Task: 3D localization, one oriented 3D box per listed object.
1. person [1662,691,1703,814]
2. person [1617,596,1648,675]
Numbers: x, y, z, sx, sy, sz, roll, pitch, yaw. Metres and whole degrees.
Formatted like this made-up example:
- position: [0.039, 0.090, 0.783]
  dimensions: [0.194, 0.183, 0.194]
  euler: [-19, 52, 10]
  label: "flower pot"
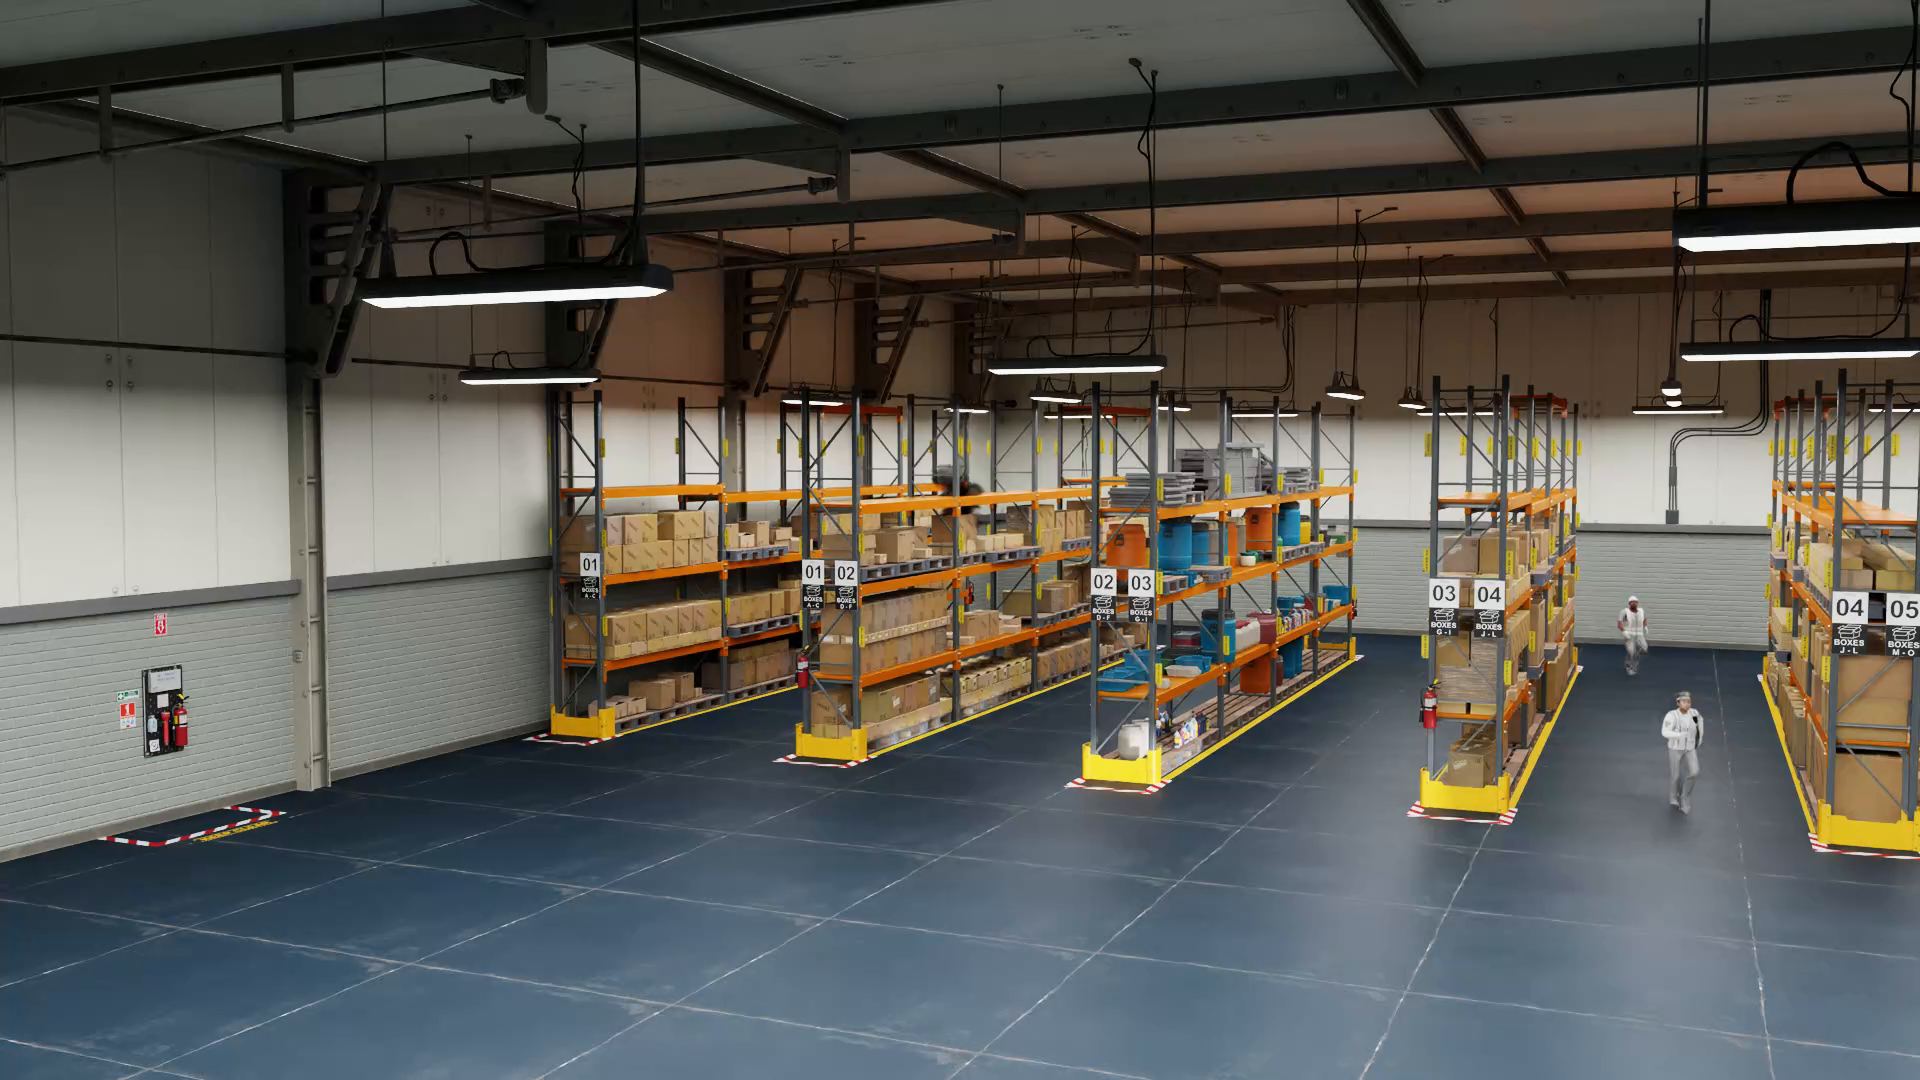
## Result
- position: [9.944, 2.895, 22.863]
  dimensions: [0.641, 1.680, 0.790]
  euler: [0, 3, 4]
  label: "person"
- position: [14.852, 2.110, 36.593]
  dimensions: [0.708, 1.740, 0.526]
  euler: [0, 3, -3]
  label: "person"
